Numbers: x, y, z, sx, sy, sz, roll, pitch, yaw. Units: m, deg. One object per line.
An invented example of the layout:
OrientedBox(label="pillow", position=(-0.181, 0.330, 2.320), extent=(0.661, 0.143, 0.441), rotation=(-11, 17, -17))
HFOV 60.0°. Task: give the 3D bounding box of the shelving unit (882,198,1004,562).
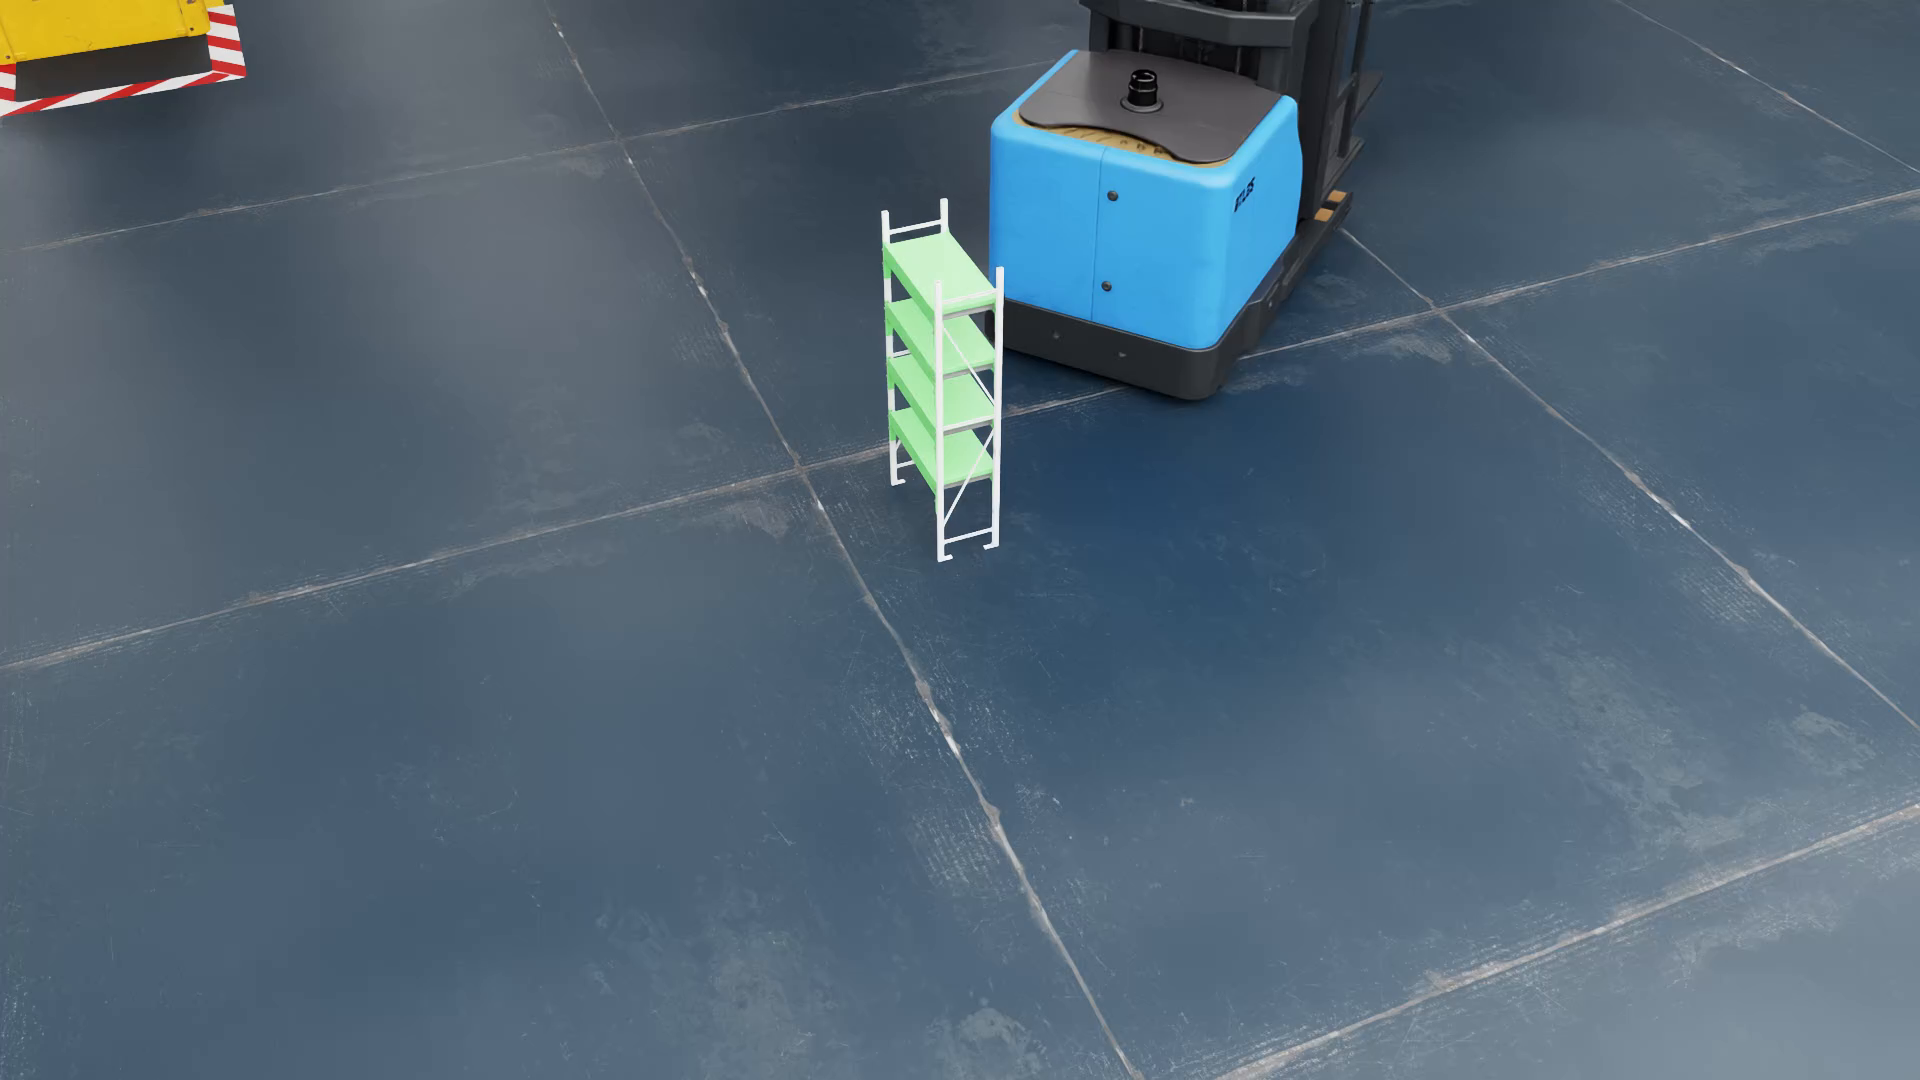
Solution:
OrientedBox(label="shelving unit", position=(-0.063, -0.555, 5.975), extent=(0.258, 1.200, 0.503), rotation=(-15, 43, -17))

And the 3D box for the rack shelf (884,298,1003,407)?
OrientedBox(label="rack shelf", position=(-0.063, -0.688, 5.860), extent=(0.258, 0.148, 0.480), rotation=(-15, 43, -17))

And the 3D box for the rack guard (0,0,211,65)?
OrientedBox(label="rack guard", position=(-4.965, -3.097, 9.468), extent=(1.175, 0.500, 0.348), rotation=(-15, 43, -17))

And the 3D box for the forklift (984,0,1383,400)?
OrientedBox(label="forklift", position=(1.234, -2.638, 7.070), extent=(1.130, 2.935, 3.031), rotation=(19, 44, 21))

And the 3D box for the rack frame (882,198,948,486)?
OrientedBox(label="rack frame", position=(-0.157, -0.702, 6.146), extent=(0.240, 1.200, 0.015), rotation=(-15, 43, -17))

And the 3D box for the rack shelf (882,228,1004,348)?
OrientedBox(label="rack shelf", position=(-0.063, -0.870, 5.703), extent=(0.258, 0.148, 0.480), rotation=(-15, 43, -17))

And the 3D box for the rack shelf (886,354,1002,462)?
OrientedBox(label="rack shelf", position=(-0.063, -0.506, 6.016), extent=(0.258, 0.148, 0.480), rotation=(-15, 43, -17))

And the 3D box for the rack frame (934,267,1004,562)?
OrientedBox(label="rack frame", position=(0.030, -0.408, 5.804), extent=(0.240, 1.200, 0.015), rotation=(-15, 43, -17))

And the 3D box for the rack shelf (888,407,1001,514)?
OrientedBox(label="rack shelf", position=(-0.063, -0.324, 6.173), extent=(0.258, 0.148, 0.480), rotation=(-15, 43, -17))
